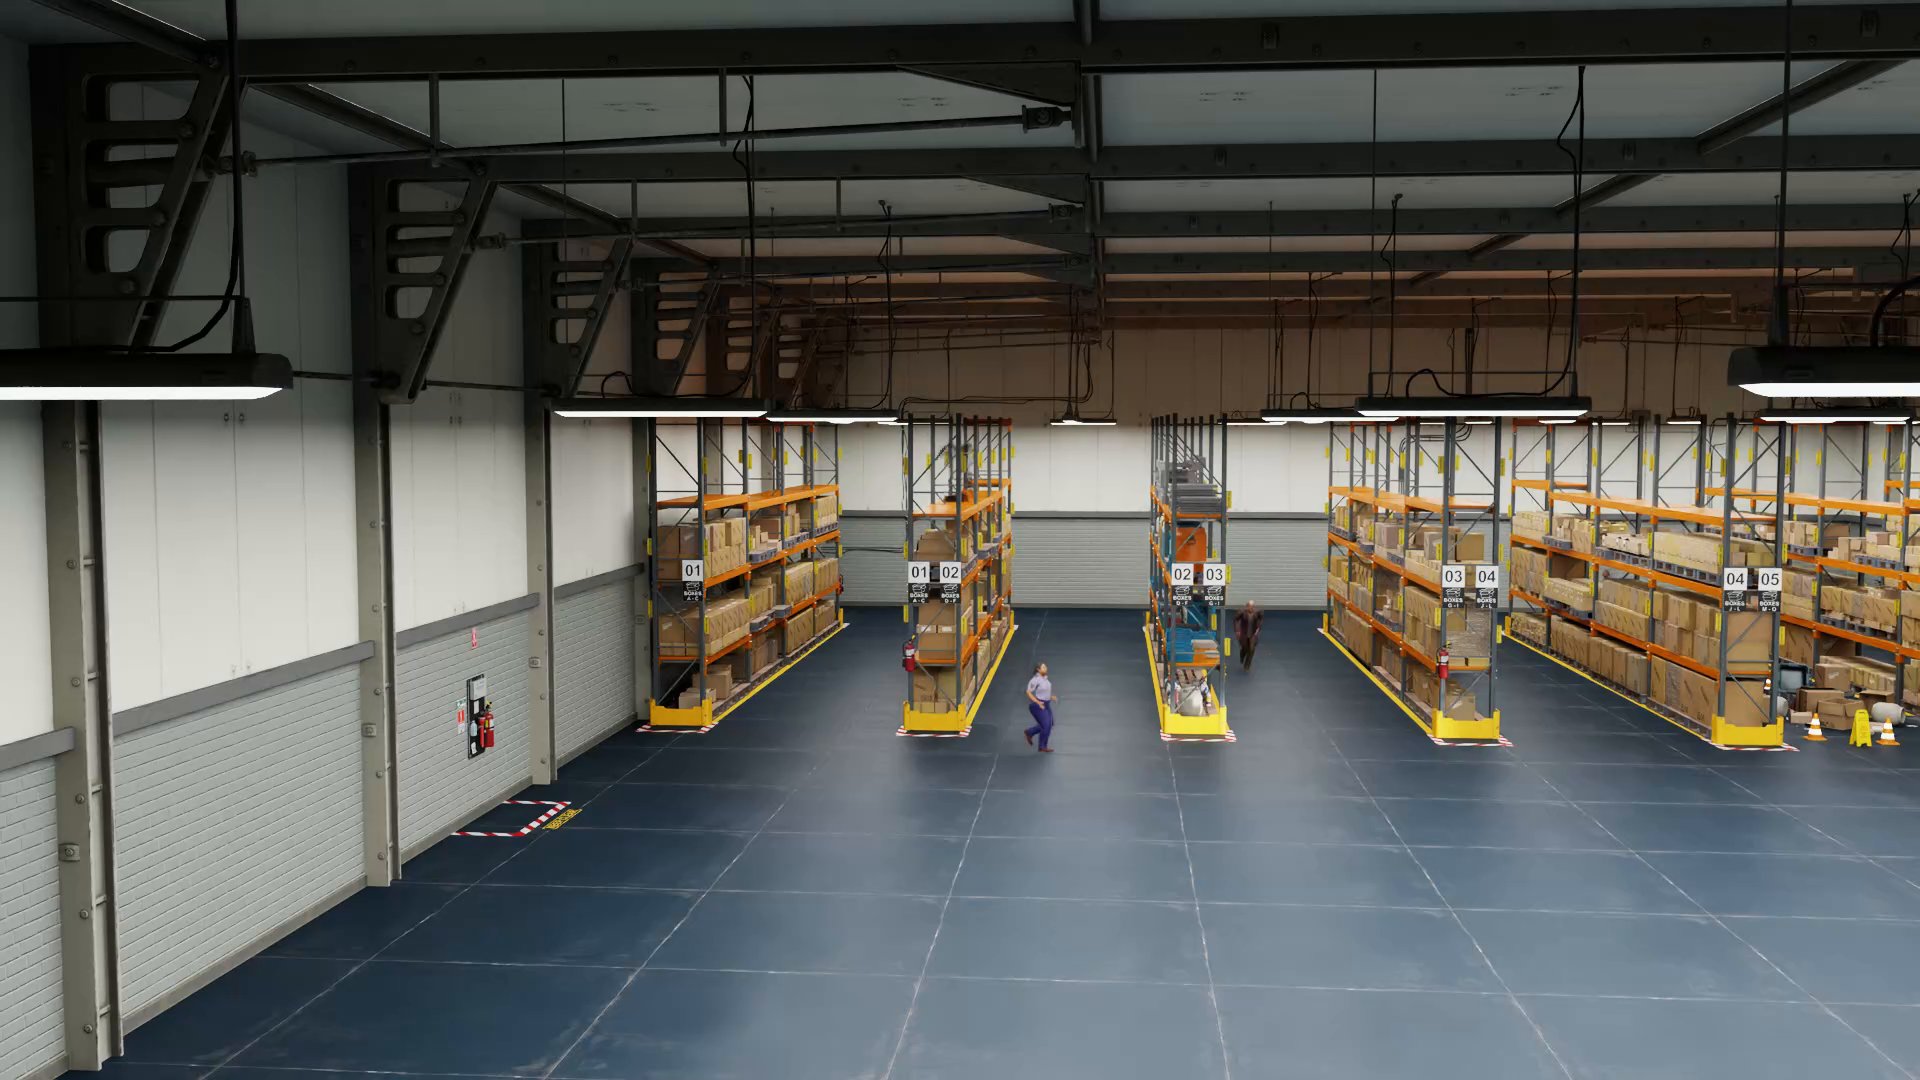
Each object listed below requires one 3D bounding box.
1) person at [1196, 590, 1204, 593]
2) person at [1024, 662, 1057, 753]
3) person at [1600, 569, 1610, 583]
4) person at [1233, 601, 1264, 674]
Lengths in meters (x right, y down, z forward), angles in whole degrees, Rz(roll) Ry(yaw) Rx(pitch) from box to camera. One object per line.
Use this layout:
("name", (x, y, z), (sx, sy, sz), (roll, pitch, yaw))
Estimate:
("person", (6.985, 1.696, 47.654), (0.566, 1.645, 0.718), (2, 4, 29))
("person", (1.382, 2.945, 29.374), (0.640, 1.604, 0.603), (2, 4, 27))
("person", (18.744, 1.657, 48.384), (0.652, 1.609, 0.553), (-2, 4, -26))
("person", (6.775, 2.256, 39.176), (0.712, 1.727, 0.888), (0, 4, -5))
